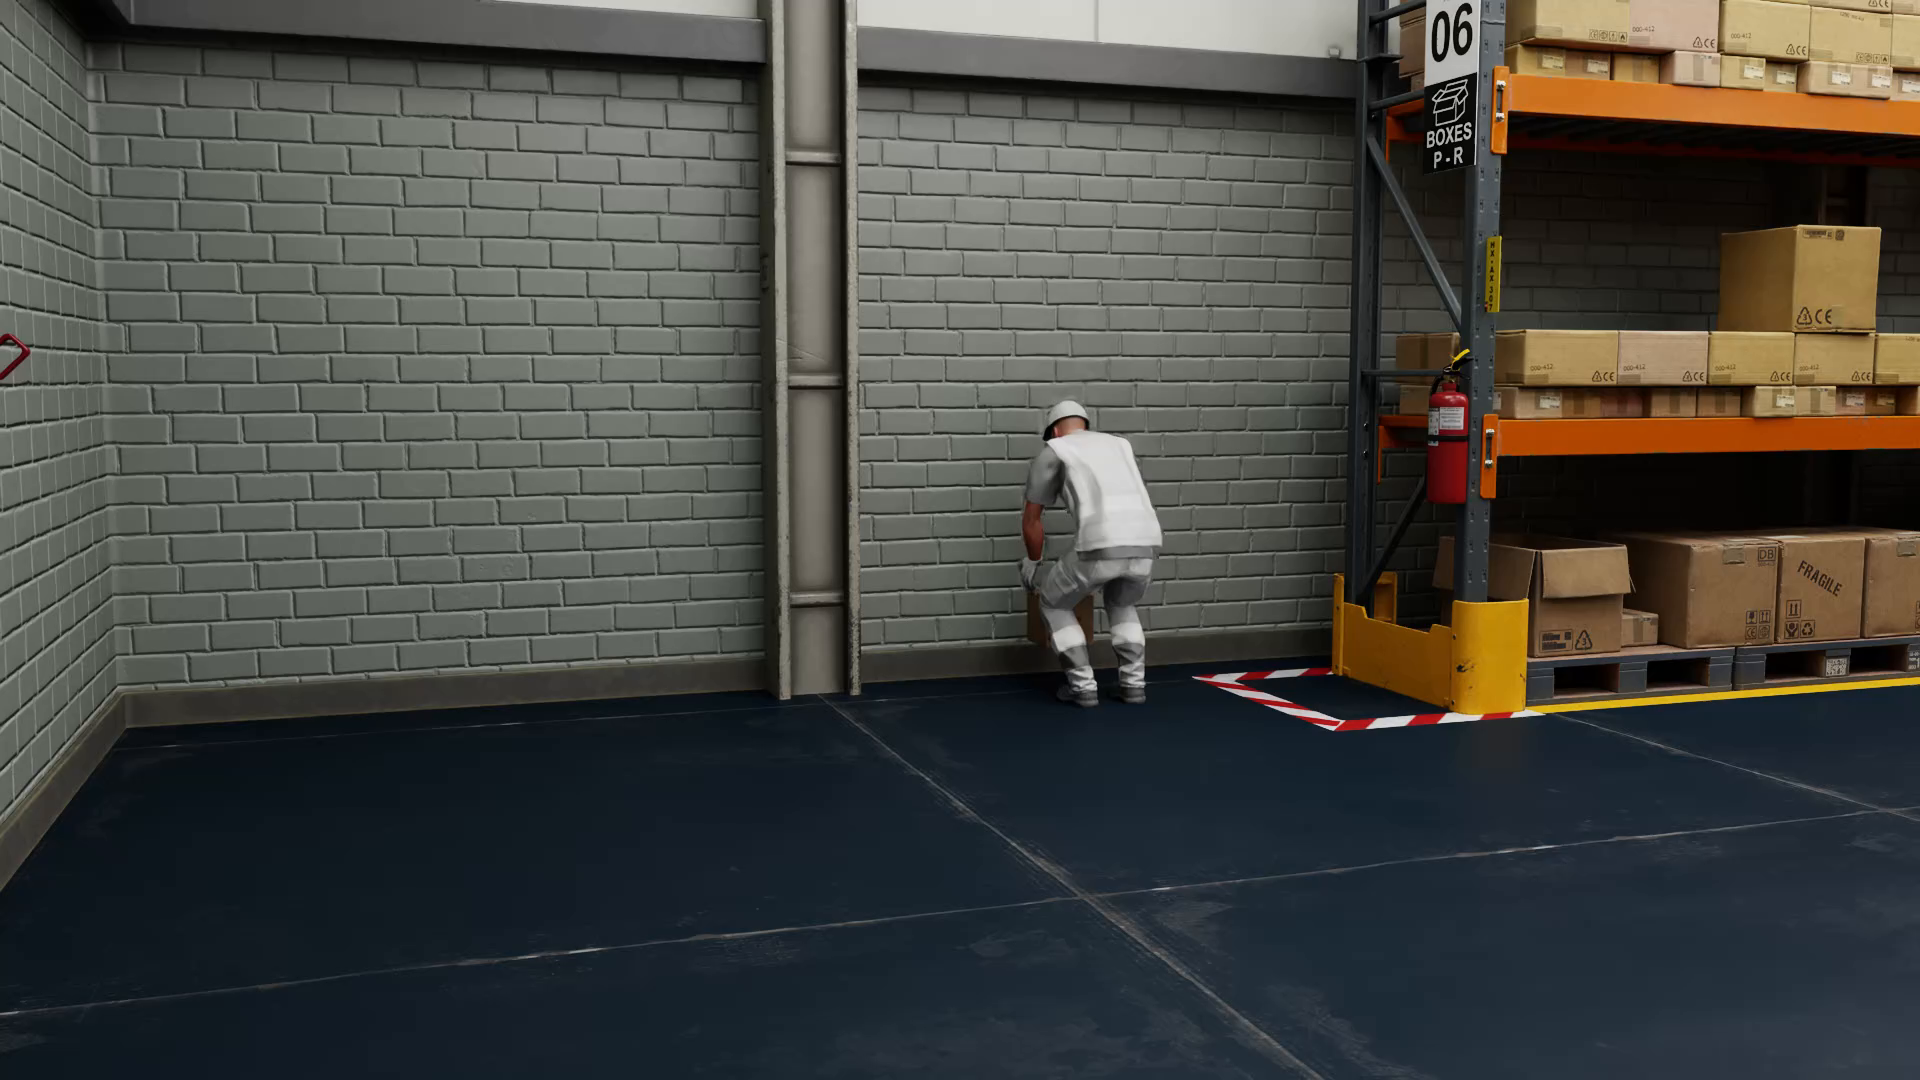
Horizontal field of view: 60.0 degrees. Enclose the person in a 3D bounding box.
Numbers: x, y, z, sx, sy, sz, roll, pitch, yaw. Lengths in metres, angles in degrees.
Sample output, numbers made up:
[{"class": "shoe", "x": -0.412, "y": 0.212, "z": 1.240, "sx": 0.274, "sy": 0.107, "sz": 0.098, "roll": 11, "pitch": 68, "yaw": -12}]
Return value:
[{"class": "person", "x": 0.601, "y": 0.081, "z": 7.654, "sx": 0.581, "sy": 1.331, "sz": 0.727, "roll": -2, "pitch": 6, "yaw": -19}]
